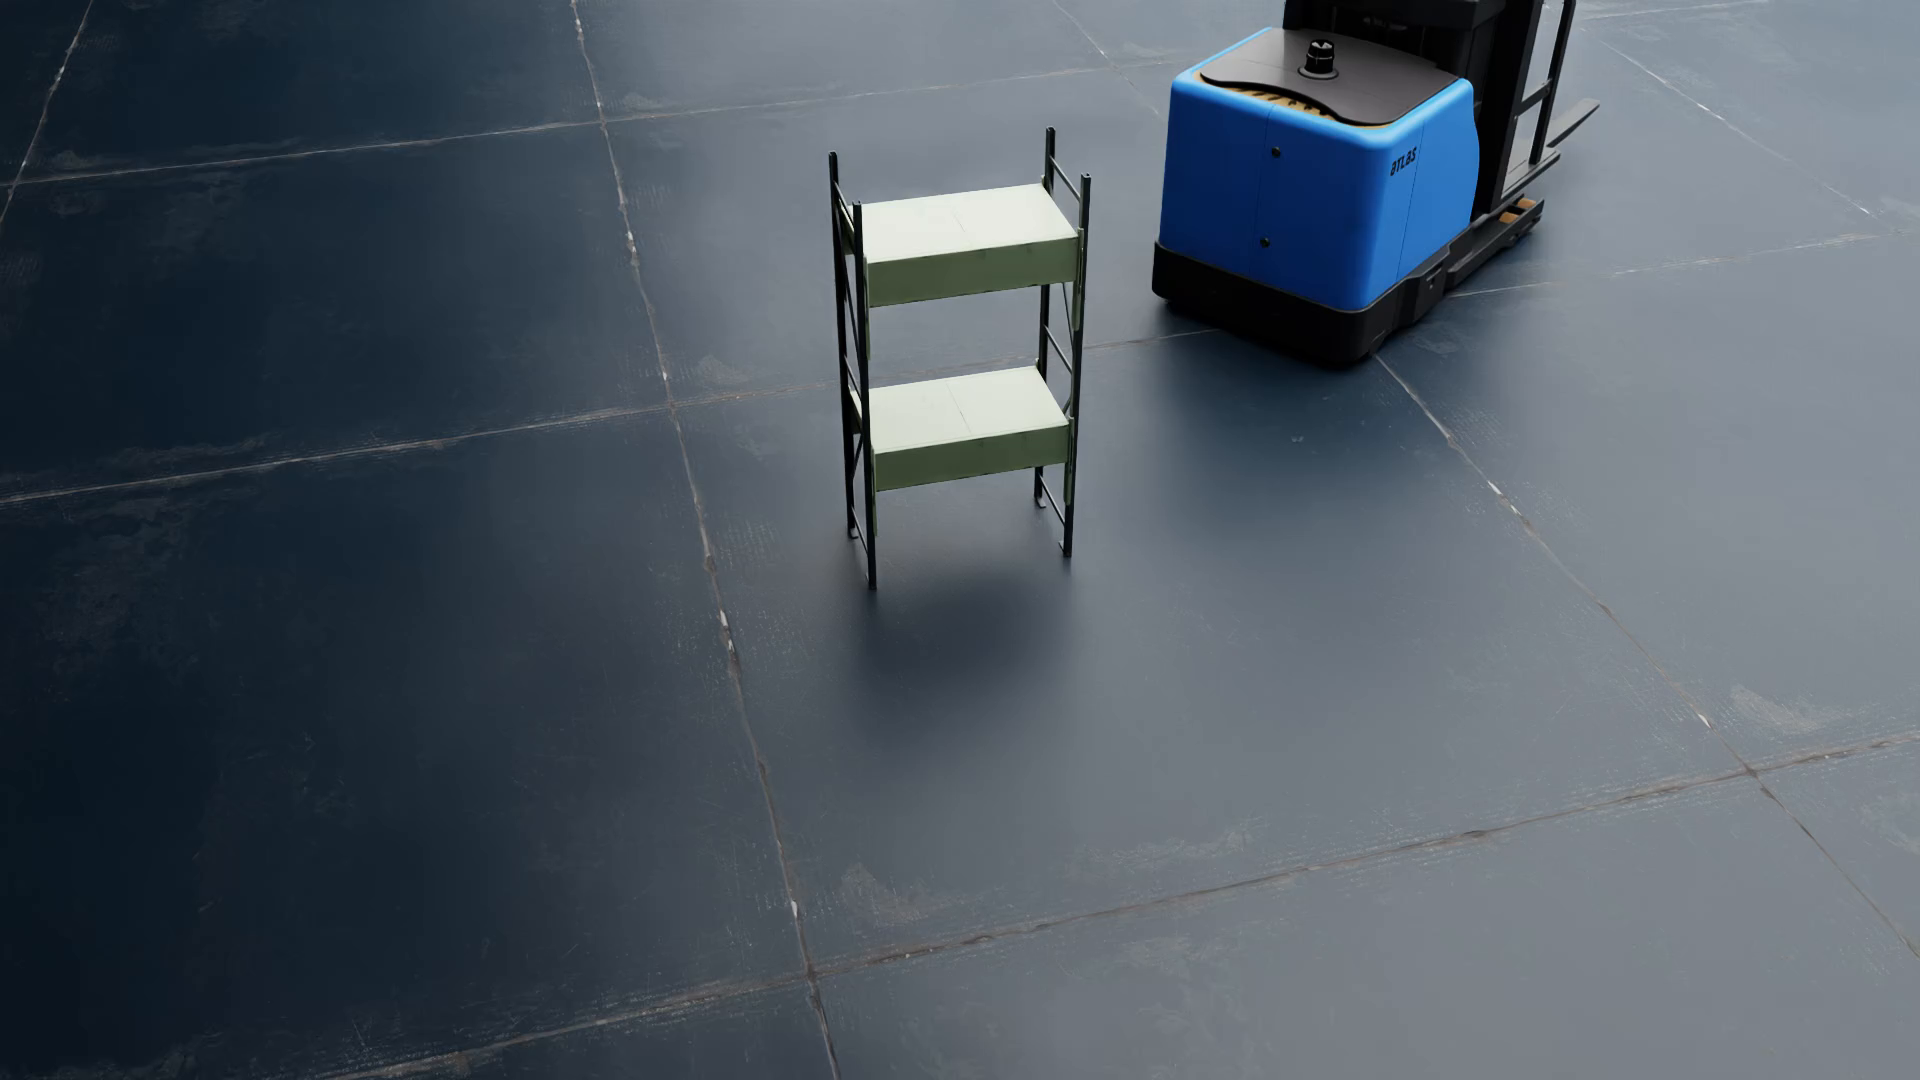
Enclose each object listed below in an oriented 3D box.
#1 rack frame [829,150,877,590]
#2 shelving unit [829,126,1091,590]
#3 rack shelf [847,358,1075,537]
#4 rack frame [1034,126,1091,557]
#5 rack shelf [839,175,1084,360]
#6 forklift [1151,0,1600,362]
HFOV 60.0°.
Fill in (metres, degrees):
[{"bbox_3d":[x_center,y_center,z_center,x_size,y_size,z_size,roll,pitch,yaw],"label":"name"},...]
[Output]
[{"bbox_3d":[-0.360,-0.537,5.641,0.023,1.500,0.400,-9,38,-12],"label":"rack frame"},{"bbox_3d":[-0.006,-0.595,5.717,0.755,1.500,0.431,-9,38,-12],"label":"shelving unit"},{"bbox_3d":[-0.006,-0.336,5.915,0.720,0.370,0.431,-9,38,-12],"label":"rack shelf"},{"bbox_3d":[0.347,-0.653,5.793,0.023,1.500,0.400,-9,38,-12],"label":"rack frame"},{"bbox_3d":[-0.006,-0.905,5.480,0.720,0.370,0.431,-9,38,-12],"label":"rack shelf"},{"bbox_3d":[2.193,-2.747,7.353,1.130,2.935,3.031,27,45,30],"label":"forklift"}]
